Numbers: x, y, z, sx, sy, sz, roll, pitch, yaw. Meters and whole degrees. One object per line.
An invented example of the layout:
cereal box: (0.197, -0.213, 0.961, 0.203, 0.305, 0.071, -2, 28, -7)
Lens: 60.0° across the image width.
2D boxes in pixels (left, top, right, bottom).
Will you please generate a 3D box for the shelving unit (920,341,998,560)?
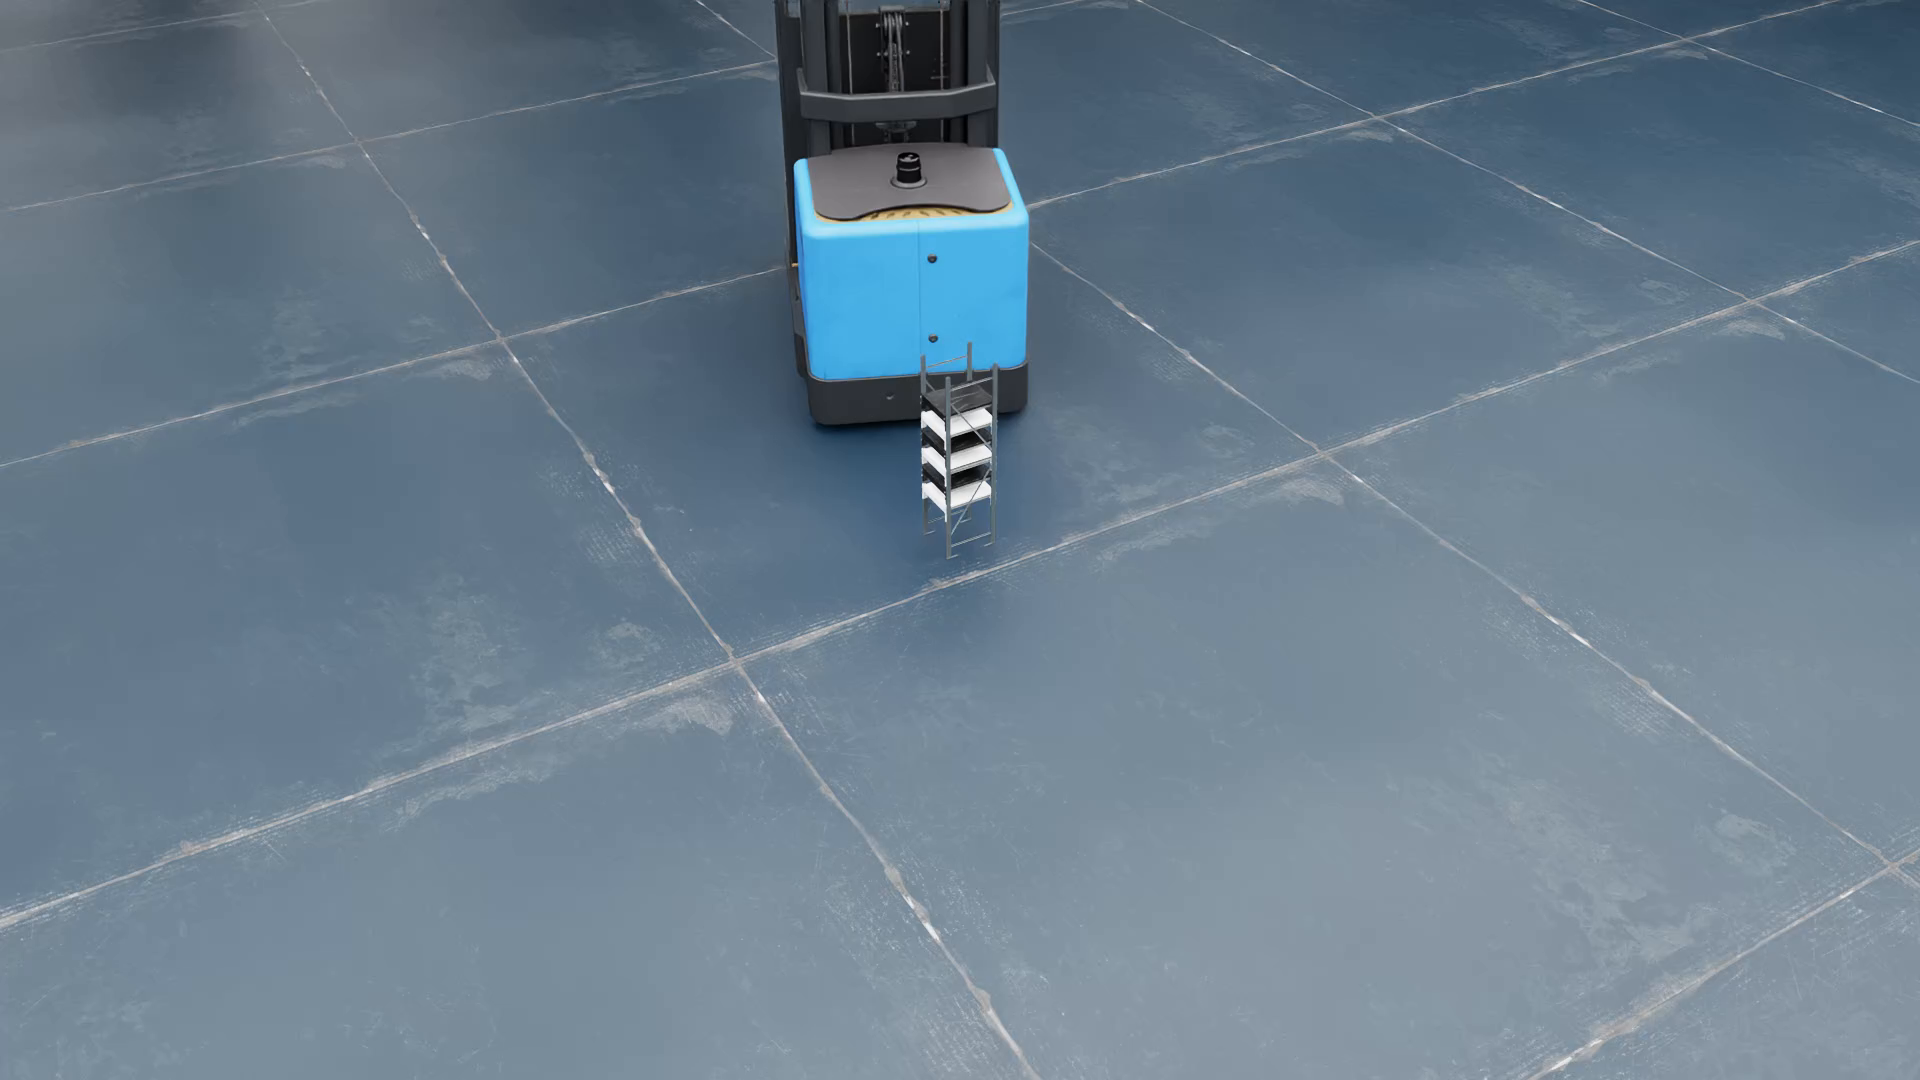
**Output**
shelving unit: (-0.004, -0.368, 6.990, 0.258, 0.900, 0.210, -19, 40, -24)

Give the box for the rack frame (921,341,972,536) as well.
rack frame: (-0.055, -0.419, 7.061, 0.240, 0.900, 0.006, -19, 40, -24)

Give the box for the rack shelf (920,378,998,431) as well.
rack shelf: (-0.004, -0.559, 6.851, 0.258, 0.077, 0.200, -19, 40, -24)

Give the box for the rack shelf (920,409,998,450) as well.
rack shelf: (-0.004, -0.486, 6.904, 0.258, 0.077, 0.200, -19, 40, -24)

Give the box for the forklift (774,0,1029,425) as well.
forklift: (-0.384, -2.589, 8.310, 1.130, 2.935, 3.031, -5, 36, -6)

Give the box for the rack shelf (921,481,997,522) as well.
rack shelf: (-0.004, -0.195, 7.116, 0.258, 0.077, 0.200, -19, 40, -24)

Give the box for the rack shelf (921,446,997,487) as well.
rack shelf: (-0.004, -0.341, 7.010, 0.258, 0.077, 0.200, -19, 40, -24)

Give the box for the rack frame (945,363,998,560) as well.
rack frame: (0.047, -0.316, 6.919, 0.240, 0.900, 0.006, -19, 40, -24)

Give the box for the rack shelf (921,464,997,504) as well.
rack shelf: (-0.004, -0.268, 7.063, 0.258, 0.077, 0.200, -19, 40, -24)

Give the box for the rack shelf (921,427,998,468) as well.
rack shelf: (-0.004, -0.413, 6.957, 0.258, 0.077, 0.200, -19, 40, -24)
